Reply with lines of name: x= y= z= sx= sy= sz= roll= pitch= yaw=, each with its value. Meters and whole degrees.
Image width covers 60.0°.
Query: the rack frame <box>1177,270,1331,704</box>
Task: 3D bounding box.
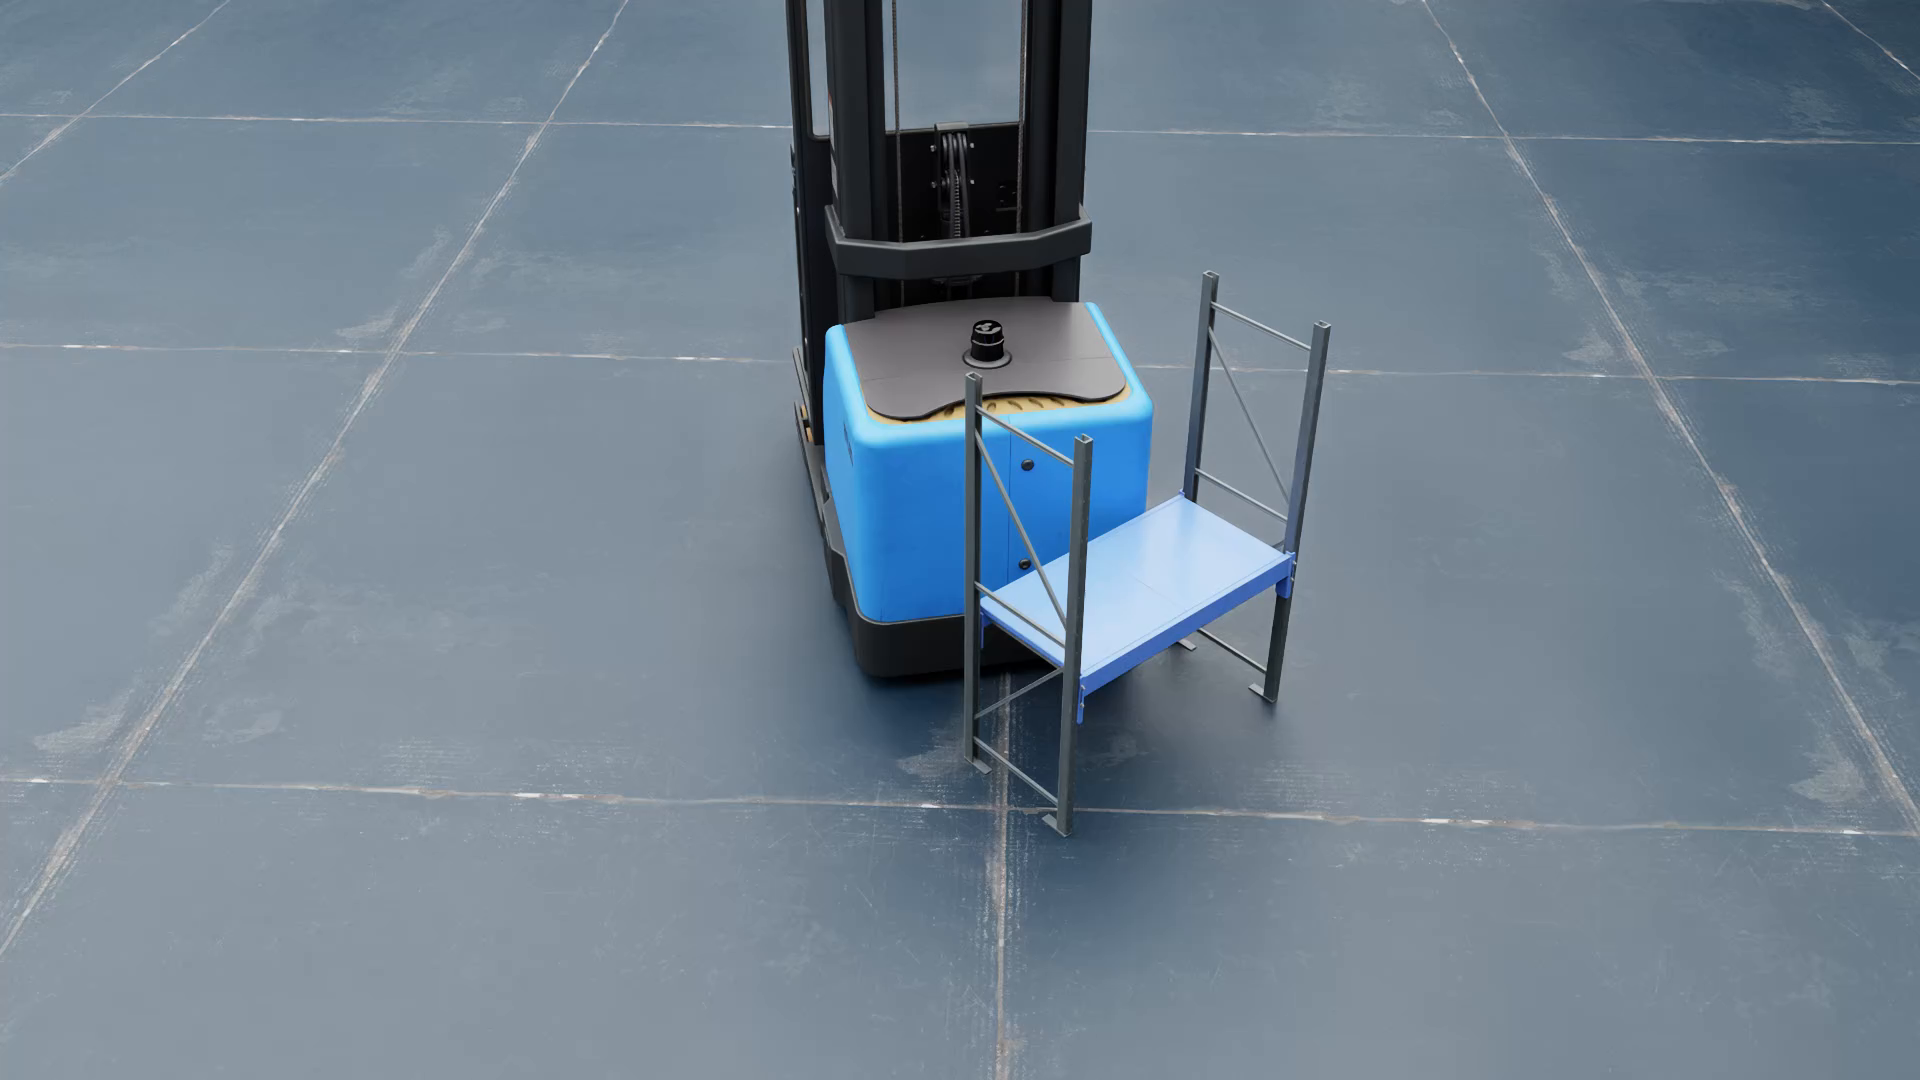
rack frame: x=0.959 y=-0.145 z=5.652 sx=0.032 sy=1.500 sz=0.500 roll=-26 pitch=43 yaw=-32

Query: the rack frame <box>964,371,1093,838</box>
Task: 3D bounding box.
rack frame: x=0.189 y=0.237 z=5.109 sx=0.032 sy=1.500 sz=0.500 roll=-26 pitch=43 yaw=-32

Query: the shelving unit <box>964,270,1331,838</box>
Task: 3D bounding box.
shelving unit: x=0.574 y=0.046 z=5.381 sx=1.048 sy=1.500 sz=0.538 roll=-26 pitch=43 yaw=-32

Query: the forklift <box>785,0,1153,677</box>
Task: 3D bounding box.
forklift: x=-0.118 y=-1.551 z=6.408 sx=1.130 sy=2.935 sz=3.031 roll=-6 pitch=36 yaw=-9

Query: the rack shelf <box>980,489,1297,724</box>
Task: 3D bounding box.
rack shelf: x=0.574 y=0.193 z=5.484 sx=1.000 sy=0.185 sz=0.538 roll=-26 pitch=43 yaw=-32
